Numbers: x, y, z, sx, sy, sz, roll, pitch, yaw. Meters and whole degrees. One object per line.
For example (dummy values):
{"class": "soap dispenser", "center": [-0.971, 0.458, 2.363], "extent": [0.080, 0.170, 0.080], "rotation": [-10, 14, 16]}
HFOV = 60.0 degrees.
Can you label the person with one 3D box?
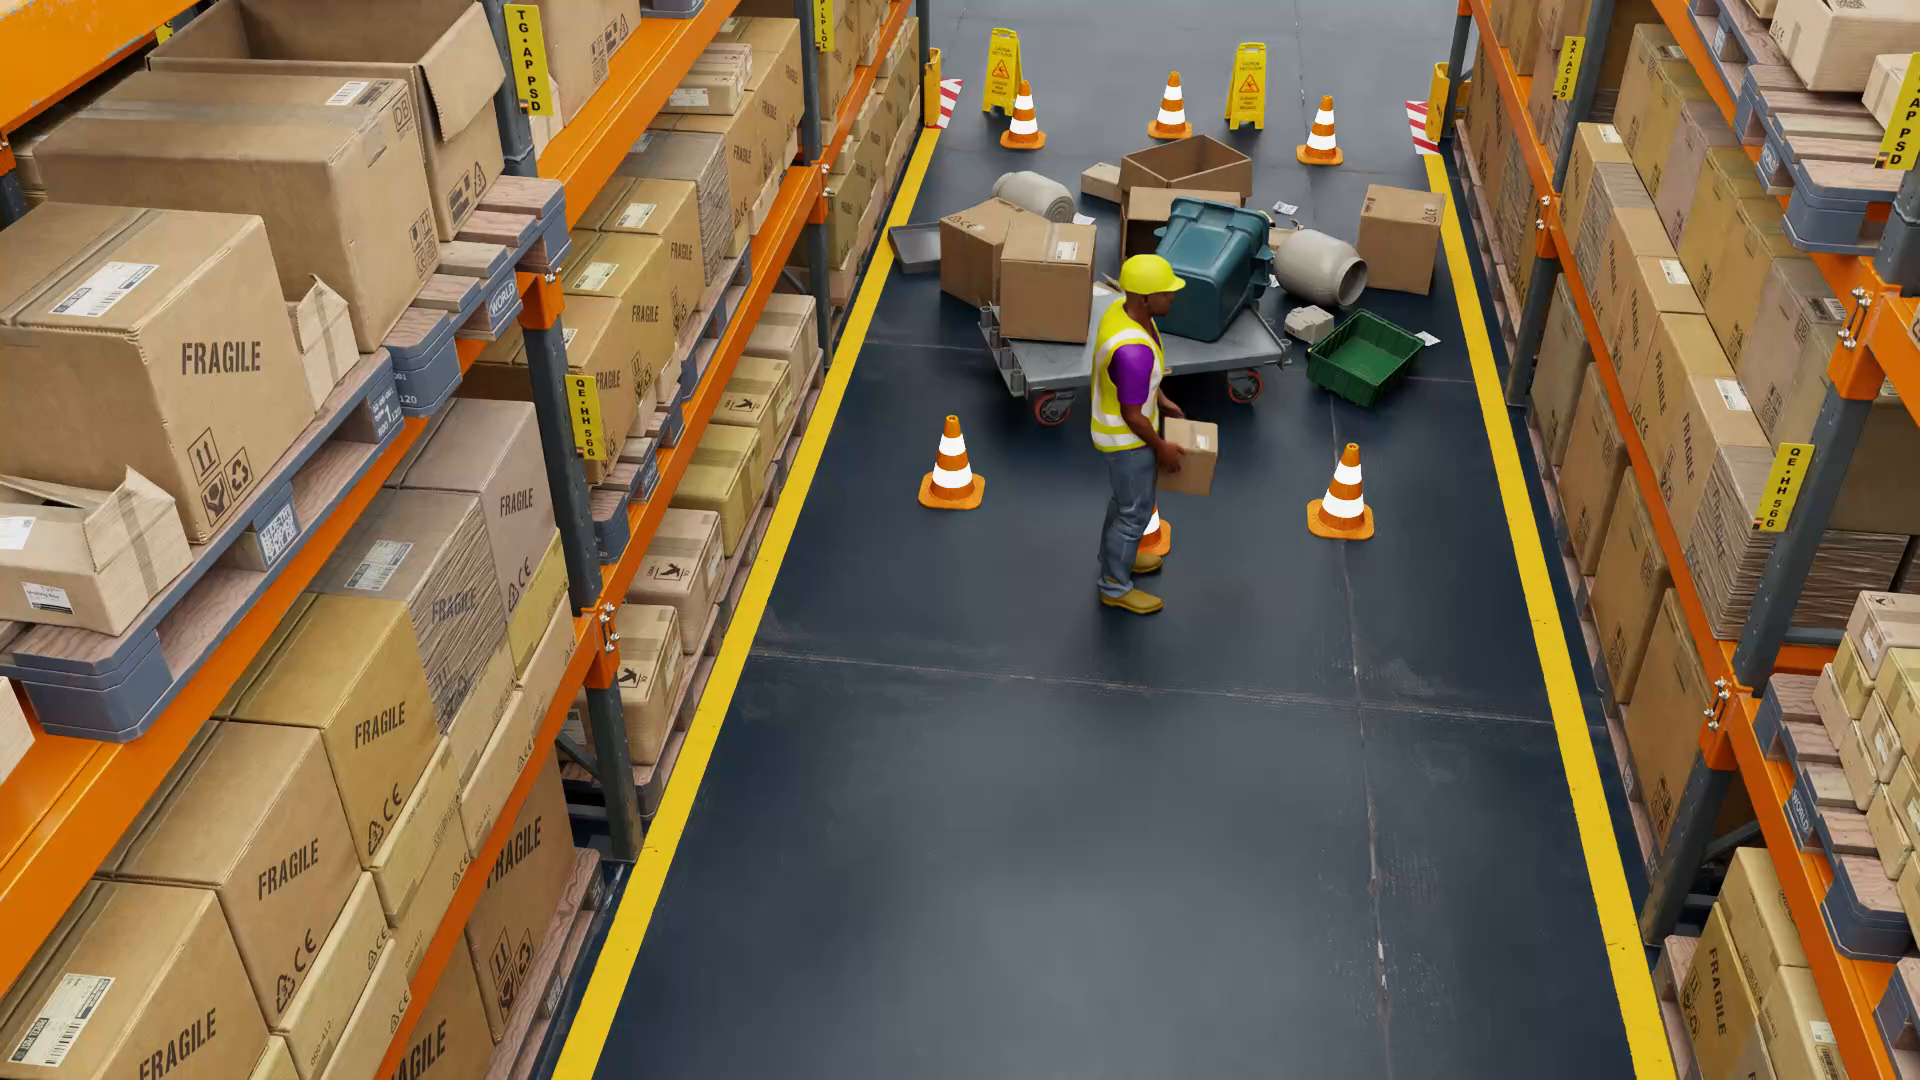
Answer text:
{"class": "person", "center": [0.822, -0.507, 7.720], "extent": [0.458, 1.767, 0.575], "rotation": [4, 36, 5]}
